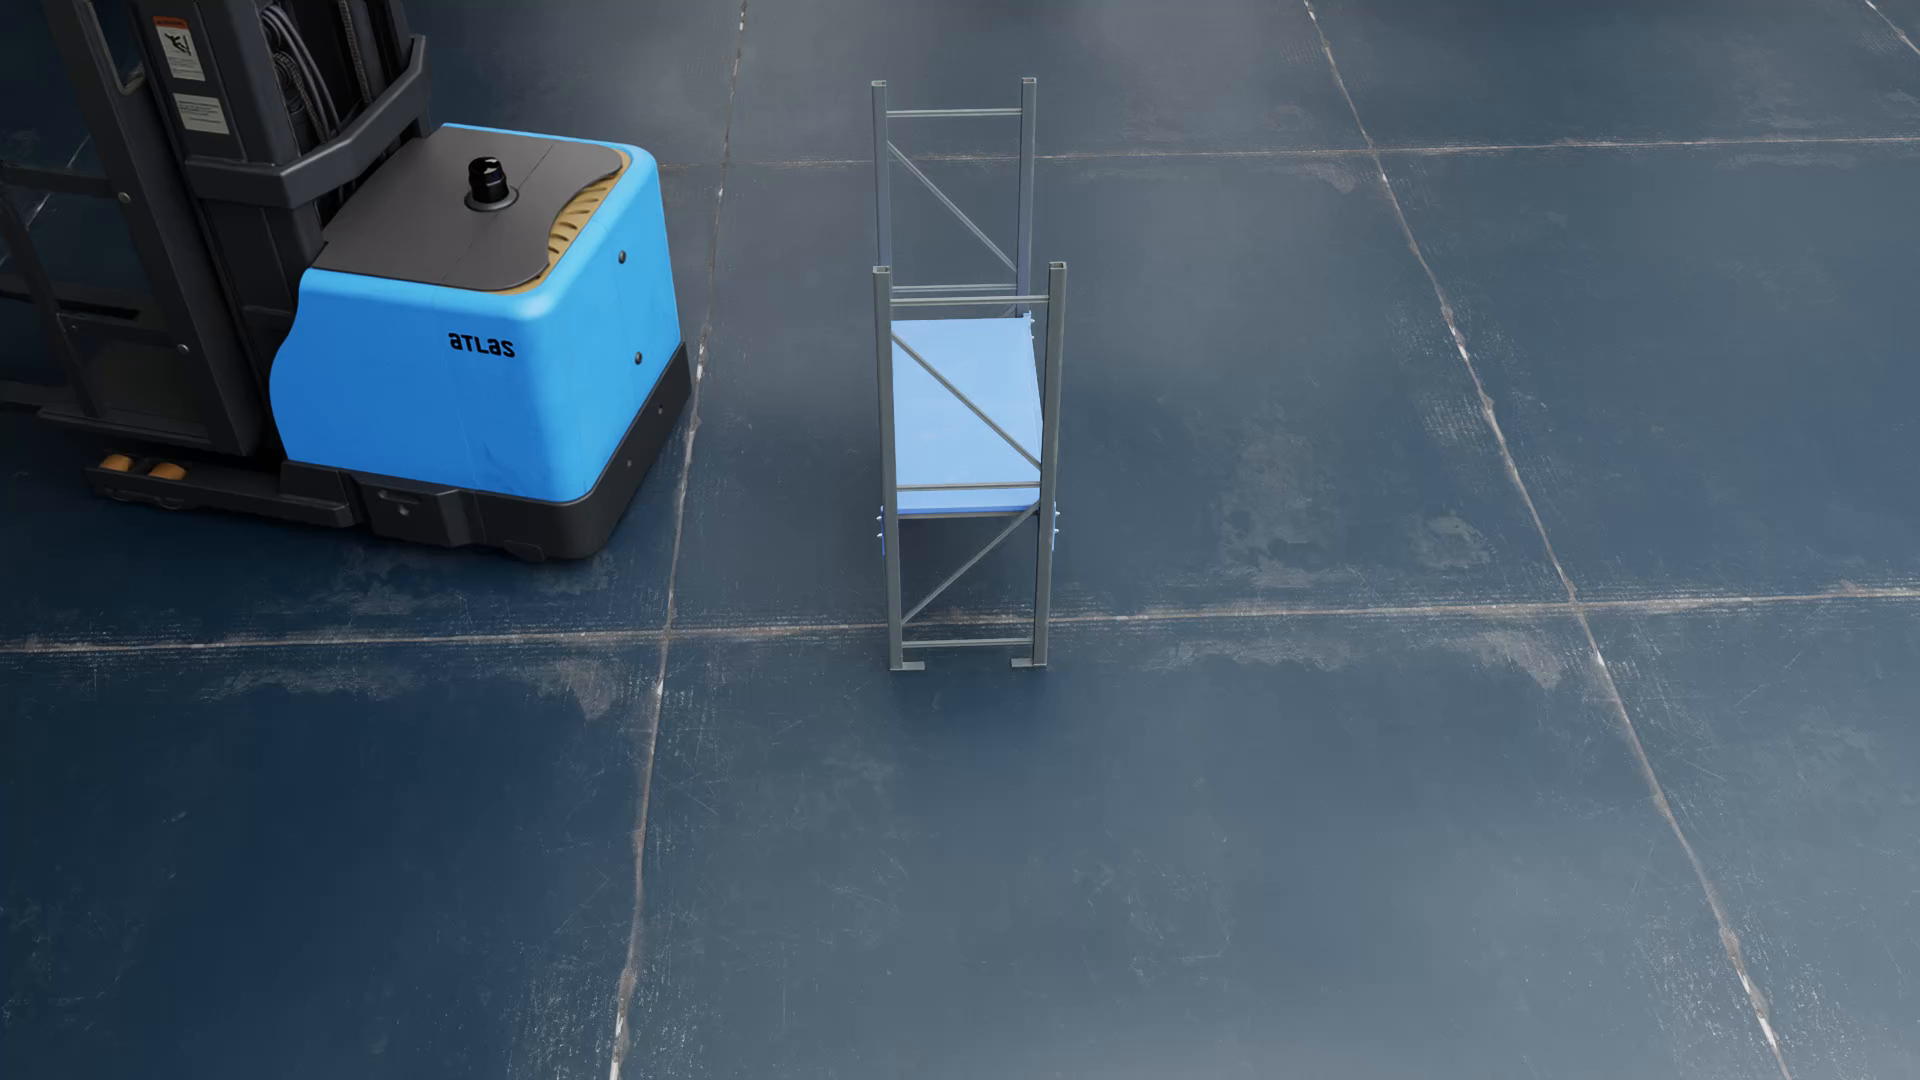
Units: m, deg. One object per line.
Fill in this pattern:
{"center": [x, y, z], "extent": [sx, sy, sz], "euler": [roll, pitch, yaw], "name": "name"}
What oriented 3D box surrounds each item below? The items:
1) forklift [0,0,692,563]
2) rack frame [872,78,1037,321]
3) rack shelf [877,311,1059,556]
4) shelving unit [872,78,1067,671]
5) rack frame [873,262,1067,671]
{"center": [-2.581, -1.526, 5.246], "extent": [3.031, 2.935, 1.130], "euler": [9, 43, 10], "name": "forklift"}
{"center": [-0.018, -0.838, 5.555], "extent": [0.500, 1.500, 0.032], "euler": [-2, 43, -2], "name": "rack frame"}
{"center": [0.004, -0.363, 5.302], "extent": [0.538, 0.185, 1.000], "euler": [-2, 43, -2], "name": "rack shelf"}
{"center": [0.004, -0.495, 5.180], "extent": [0.538, 1.500, 1.048], "euler": [-2, 43, -2], "name": "shelving unit"}
{"center": [0.025, -0.152, 4.806], "extent": [0.500, 1.500, 0.032], "euler": [-2, 43, -2], "name": "rack frame"}
